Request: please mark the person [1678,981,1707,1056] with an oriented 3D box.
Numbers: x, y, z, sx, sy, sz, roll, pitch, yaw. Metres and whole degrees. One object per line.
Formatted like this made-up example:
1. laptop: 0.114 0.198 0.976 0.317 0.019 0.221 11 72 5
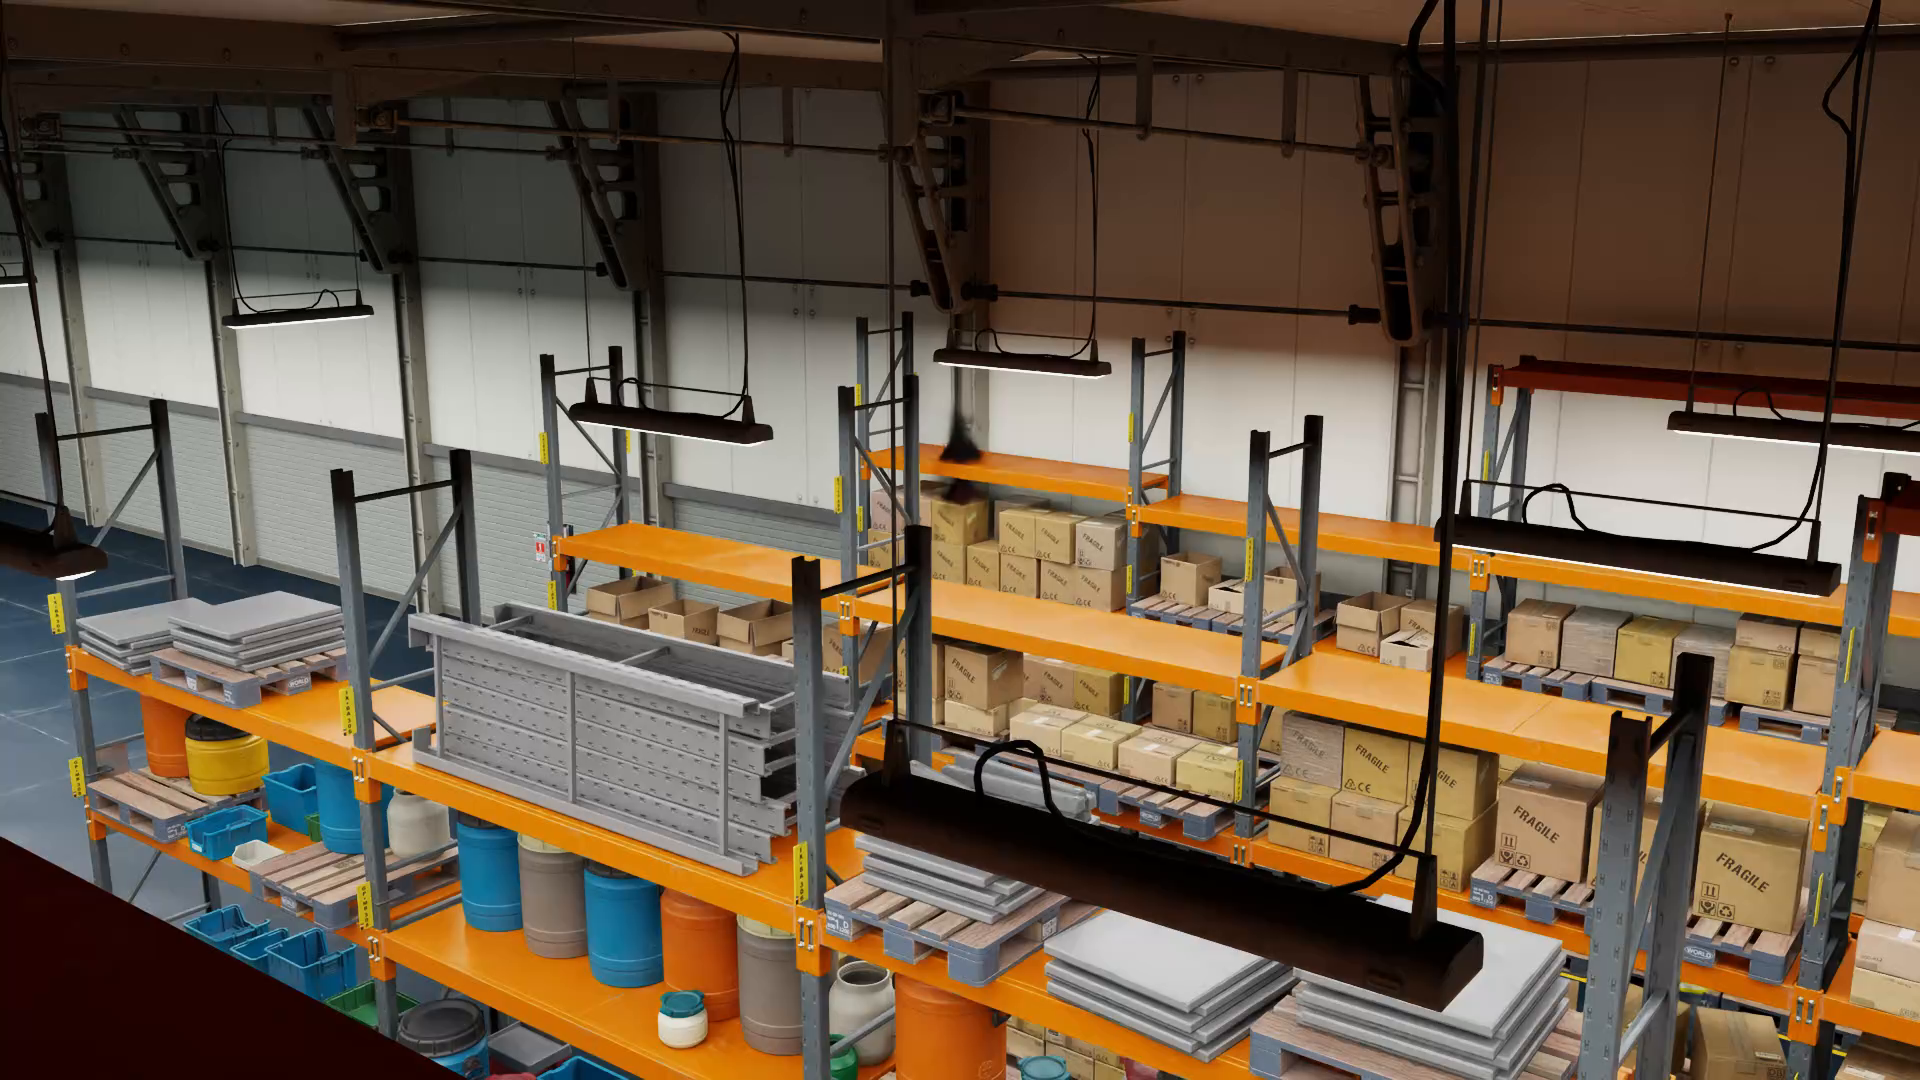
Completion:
1. person: 6.336 3.900 14.573 0.725 1.787 0.675 6 14 25
